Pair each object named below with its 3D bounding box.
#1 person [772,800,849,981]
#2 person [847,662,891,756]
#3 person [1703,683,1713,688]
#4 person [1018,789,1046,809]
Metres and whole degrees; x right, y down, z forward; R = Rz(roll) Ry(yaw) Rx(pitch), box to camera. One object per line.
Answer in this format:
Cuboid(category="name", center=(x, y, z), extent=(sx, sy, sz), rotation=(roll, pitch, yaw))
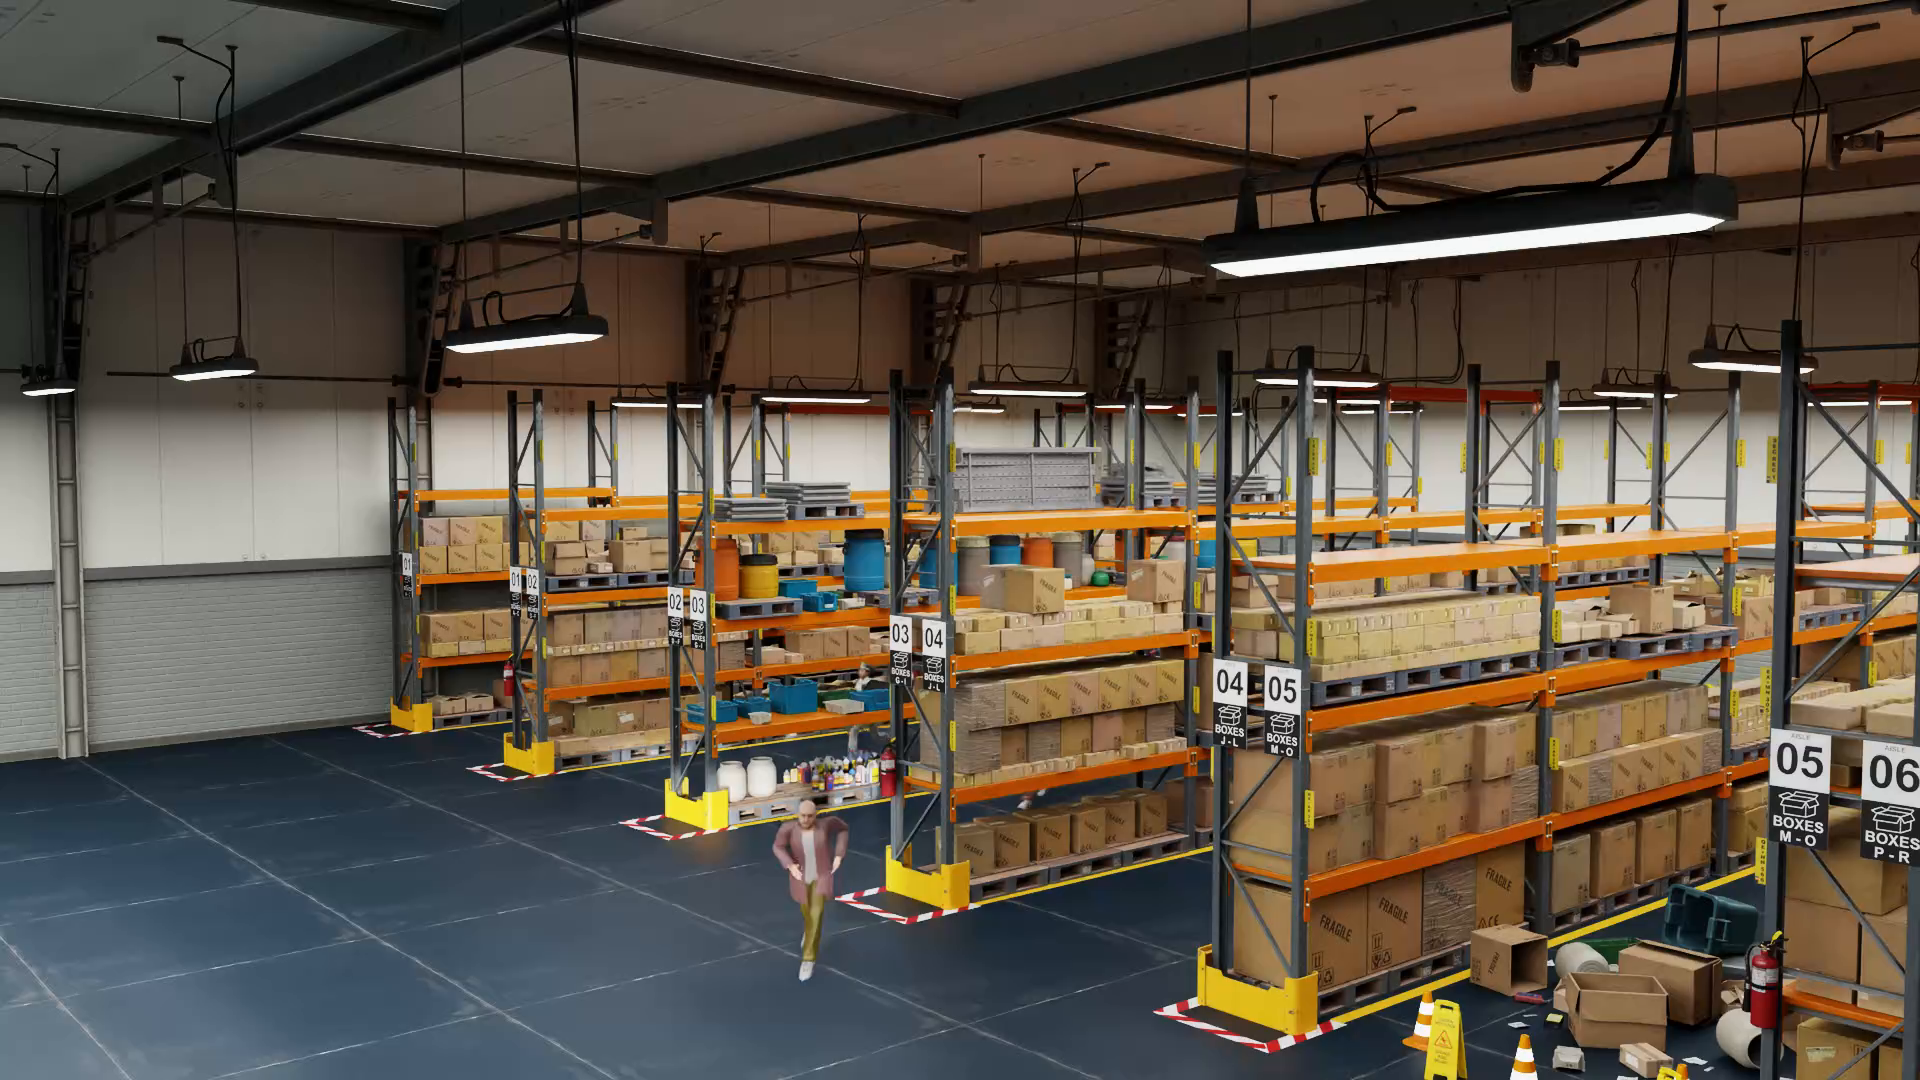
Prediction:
Cuboid(category="person", center=(-1.473, 3.368, 16.486), extent=(0.753, 1.743, 1.103), rotation=(0, 3, -3))
Cuboid(category="person", center=(-1.463, 2.785, 26.608), extent=(1.094, 1.698, 0.584), rotation=(-3, 5, -43))
Cuboid(category="person", center=(10.737, 2.910, 23.951), extent=(0.573, 1.720, 0.713), rotation=(-3, 5, -45))
Cuboid(category="person", center=(1.060, 2.928, 23.644), extent=(0.571, 1.641, 0.969), rotation=(2, 4, 29))
